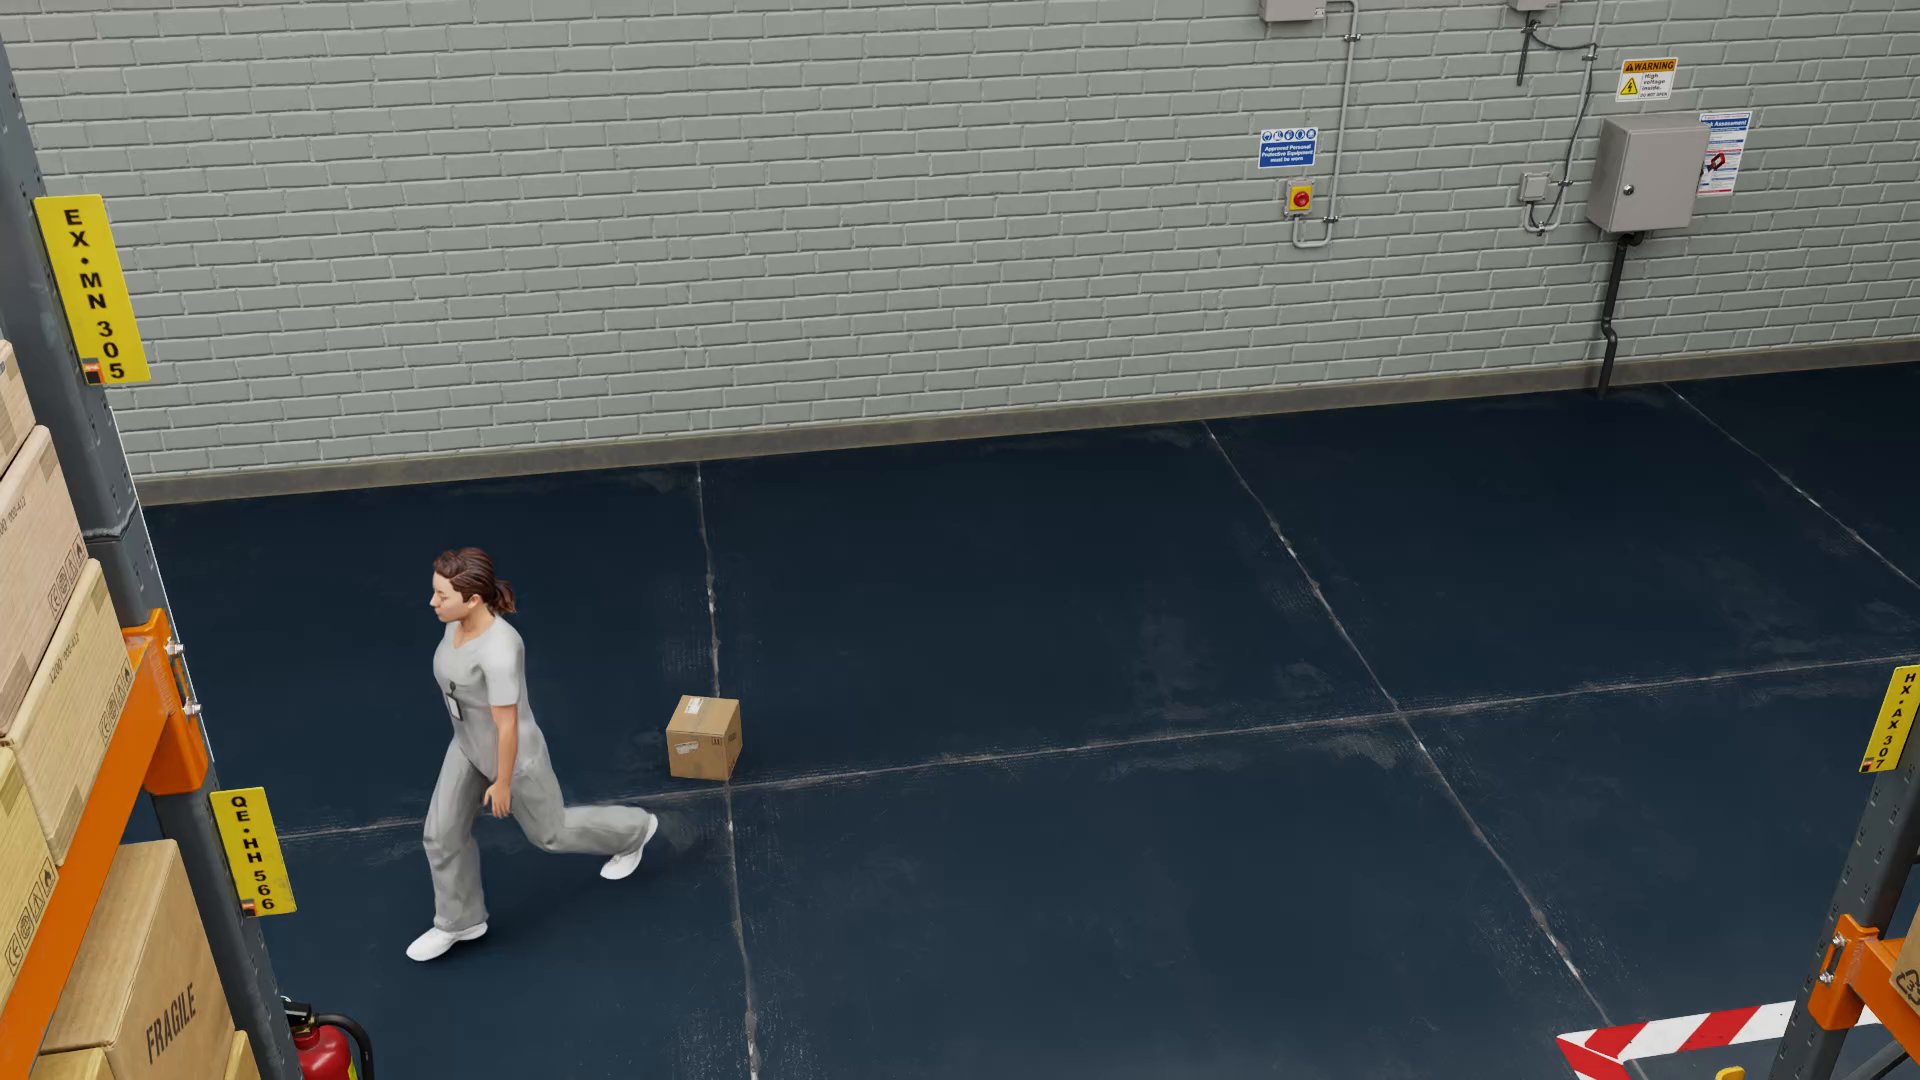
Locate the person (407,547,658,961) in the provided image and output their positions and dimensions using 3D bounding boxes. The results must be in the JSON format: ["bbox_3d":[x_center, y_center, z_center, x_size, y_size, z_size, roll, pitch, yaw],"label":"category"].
[{"bbox_3d":[-1.595,0.716,5.921,0.995,1.615,0.447,-26,39,-36],"label":"person"}]
